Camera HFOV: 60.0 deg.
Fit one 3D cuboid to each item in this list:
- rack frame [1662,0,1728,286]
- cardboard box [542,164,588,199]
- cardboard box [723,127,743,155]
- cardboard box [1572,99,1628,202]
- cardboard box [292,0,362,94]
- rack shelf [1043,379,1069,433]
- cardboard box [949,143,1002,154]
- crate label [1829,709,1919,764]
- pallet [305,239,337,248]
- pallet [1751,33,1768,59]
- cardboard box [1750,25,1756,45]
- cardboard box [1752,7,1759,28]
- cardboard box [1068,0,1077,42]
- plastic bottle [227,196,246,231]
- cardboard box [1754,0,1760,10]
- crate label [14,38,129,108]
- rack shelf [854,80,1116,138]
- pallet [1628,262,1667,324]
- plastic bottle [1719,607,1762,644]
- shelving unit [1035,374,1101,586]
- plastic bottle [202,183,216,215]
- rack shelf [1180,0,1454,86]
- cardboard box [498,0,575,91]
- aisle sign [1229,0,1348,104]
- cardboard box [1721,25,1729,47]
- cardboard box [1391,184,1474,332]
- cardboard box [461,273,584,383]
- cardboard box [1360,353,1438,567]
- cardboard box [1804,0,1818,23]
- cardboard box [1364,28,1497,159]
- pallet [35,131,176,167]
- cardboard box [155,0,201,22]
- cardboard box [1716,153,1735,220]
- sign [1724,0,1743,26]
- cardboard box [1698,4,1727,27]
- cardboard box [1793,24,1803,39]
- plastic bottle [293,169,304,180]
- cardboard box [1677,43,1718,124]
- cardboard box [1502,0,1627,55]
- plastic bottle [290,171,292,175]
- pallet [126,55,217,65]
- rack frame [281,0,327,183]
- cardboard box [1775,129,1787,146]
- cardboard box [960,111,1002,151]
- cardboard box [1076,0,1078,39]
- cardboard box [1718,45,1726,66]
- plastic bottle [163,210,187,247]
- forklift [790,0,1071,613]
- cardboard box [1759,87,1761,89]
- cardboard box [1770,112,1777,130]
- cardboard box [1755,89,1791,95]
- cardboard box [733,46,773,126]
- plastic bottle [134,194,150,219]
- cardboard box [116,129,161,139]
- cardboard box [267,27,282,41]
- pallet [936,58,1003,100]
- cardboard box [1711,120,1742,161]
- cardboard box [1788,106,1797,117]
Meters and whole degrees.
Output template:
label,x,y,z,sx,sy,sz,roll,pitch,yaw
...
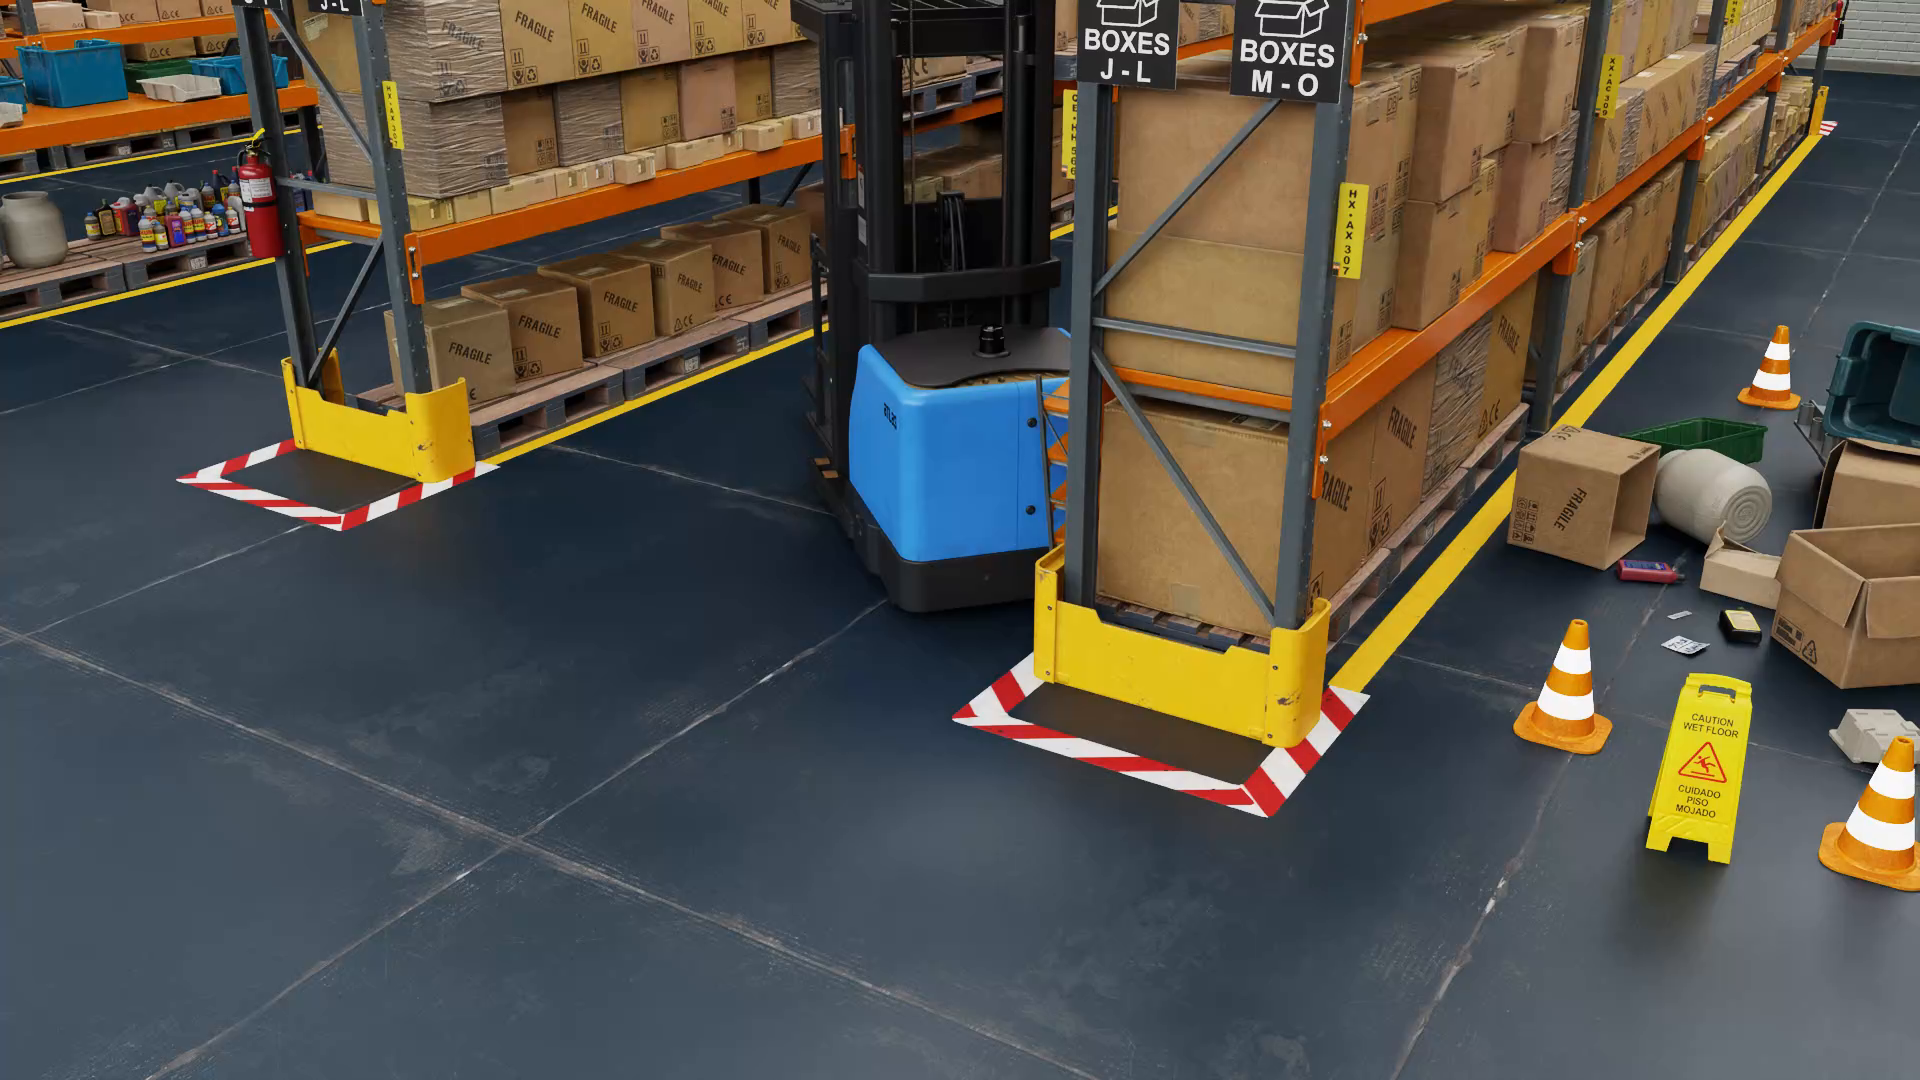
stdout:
label,x,y,z,sx,sy,sz,roll,pitch,yaw
rack frame,5.102,-3.454,12.452,1.000,3.000,0.127,14,27,29
cardboard box,-2.380,-2.091,9.621,0.380,0.149,0.250,14,27,29
cardboard box,-1.636,-2.609,10.817,0.380,0.149,0.250,14,27,29
cardboard box,3.498,-2.271,9.593,0.500,0.500,0.500,14,27,30
cardboard box,-3.198,-2.706,8.966,0.500,0.500,0.500,14,27,29
rack shelf,0.563,-0.601,7.062,0.258,0.148,0.480,14,38,29
cardboard box,0.324,-3.162,14.370,0.700,0.500,0.500,11,26,25
crate label,3.512,0.752,6.341,0.250,0.136,0.298,1,23,2
pallet,-5.766,-2.717,14.262,1.003,0.211,1.213,14,27,29
pallet,6.685,-4.488,15.083,1.003,0.211,1.213,14,27,29
cardboard box,6.627,-4.354,14.321,0.380,0.149,0.250,13,26,27
cardboard box,6.620,-4.489,14.257,0.380,0.149,0.250,12,26,26
cardboard box,0.691,-4.575,14.388,0.500,0.500,0.500,10,25,23
plastic bottle,-5.832,-2.661,13.497,0.152,0.276,0.135,14,27,30
cardboard box,6.616,-4.629,14.206,0.380,0.149,0.250,13,27,27
crate label,-6.745,-3.559,12.651,0.502,0.435,0.616,14,27,29
rack shelf,-0.113,-3.522,13.516,1.077,0.370,4.000,14,27,29
pallet,4.622,-1.924,12.428,1.003,0.211,1.213,14,27,29
plastic bottle,3.431,0.366,7.328,0.133,0.061,0.283,5,24,11
shelving unit,0.601,-0.271,7.272,0.258,1.200,0.503,14,38,29
plastic bottle,-6.300,-2.858,13.957,0.097,0.271,0.097,0,23,0
rack shelf,1.937,-2.475,7.321,1.077,0.370,4.000,14,27,29
cardboard box,-2.487,-2.764,9.101,0.500,0.500,0.500,14,27,29
aisle sign,1.100,-1.860,5.498,0.394,0.787,0.004,14,27,29
cardboard box,5.807,-3.971,13.061,0.380,0.149,0.250,13,27,27
cardboard box,1.713,-1.310,7.312,0.875,0.550,0.550,14,27,29
cardboard box,-2.648,-1.289,10.069,0.500,0.500,0.500,-20,31,-39
cardboard box,1.646,-0.511,7.801,0.875,0.875,0.875,13,27,28
cardboard box,8.239,-5.431,16.520,0.500,0.500,0.500,13,27,28
cardboard box,1.903,-2.007,7.562,0.875,0.550,0.500,14,27,29
pallet,-9.227,-4.232,17.759,1.003,0.211,1.213,14,27,29
cardboard box,-8.621,-5.903,17.984,0.500,0.500,0.500,14,27,29
cardboard box,6.221,-3.029,14.089,0.500,0.500,0.500,13,27,28
sign,5.576,-3.870,11.956,0.100,0.325,0.005,14,27,29
cardboard box,5.783,-4.093,12.967,0.380,0.149,0.250,14,27,29
cardboard box,8.146,-5.081,16.528,0.380,0.149,0.250,14,27,30
plastic bottle,-5.593,-2.954,14.078,0.144,0.351,0.185,14,27,29
cardboard box,5.093,-3.291,11.951,0.500,0.500,0.500,14,27,29
cardboard box,3.519,-2.951,9.907,0.700,0.500,0.500,13,27,28
plastic bottle,-5.917,-3.149,14.629,0.097,0.271,0.097,0,23,0
pallet,-11.203,-6.612,23.258,1.003,0.211,1.213,14,27,29
rack frame,-5.376,-4.215,14.211,1.000,3.000,0.127,14,27,29
cardboard box,8.327,-4.190,17.213,0.380,0.149,0.250,13,27,28
cardboard box,0.343,-3.513,14.237,0.500,0.250,0.500,17,29,35
cardboard box,0.992,-4.792,15.417,0.500,0.500,0.500,15,27,31
cardboard box,5.793,-3.821,13.089,0.380,0.149,0.250,15,28,32
plastic bottle,-6.130,-2.440,12.975,0.061,0.283,0.133,14,27,30
forklift,-0.181,-1.584,8.220,1.130,2.935,3.031,-7,24,-15
cardboard box,8.714,-5.087,18.537,0.380,0.149,0.250,14,27,30
cardboard box,7.766,-4.115,16.290,0.380,0.149,0.250,15,28,31
cardboard box,8.530,-4.650,17.528,0.380,0.149,0.250,13,27,27
cardboard box,-1.752,-3.059,11.041,0.875,0.500,0.500,14,27,29
plastic bottle,-6.660,-2.655,13.482,0.152,0.276,0.135,13,27,28
cardboard box,-8.888,-4.442,17.667,0.500,0.250,0.500,15,27,30
cardboard box,-10.271,-7.650,24.323,0.750,0.750,0.750,15,27,31
pallet,-0.068,-3.762,13.407,1.003,0.211,1.213,14,27,29
cardboard box,6.211,-3.361,13.912,0.500,0.250,0.500,14,27,29
cardboard box,8.600,-4.501,17.557,0.380,0.149,0.250,15,28,32
